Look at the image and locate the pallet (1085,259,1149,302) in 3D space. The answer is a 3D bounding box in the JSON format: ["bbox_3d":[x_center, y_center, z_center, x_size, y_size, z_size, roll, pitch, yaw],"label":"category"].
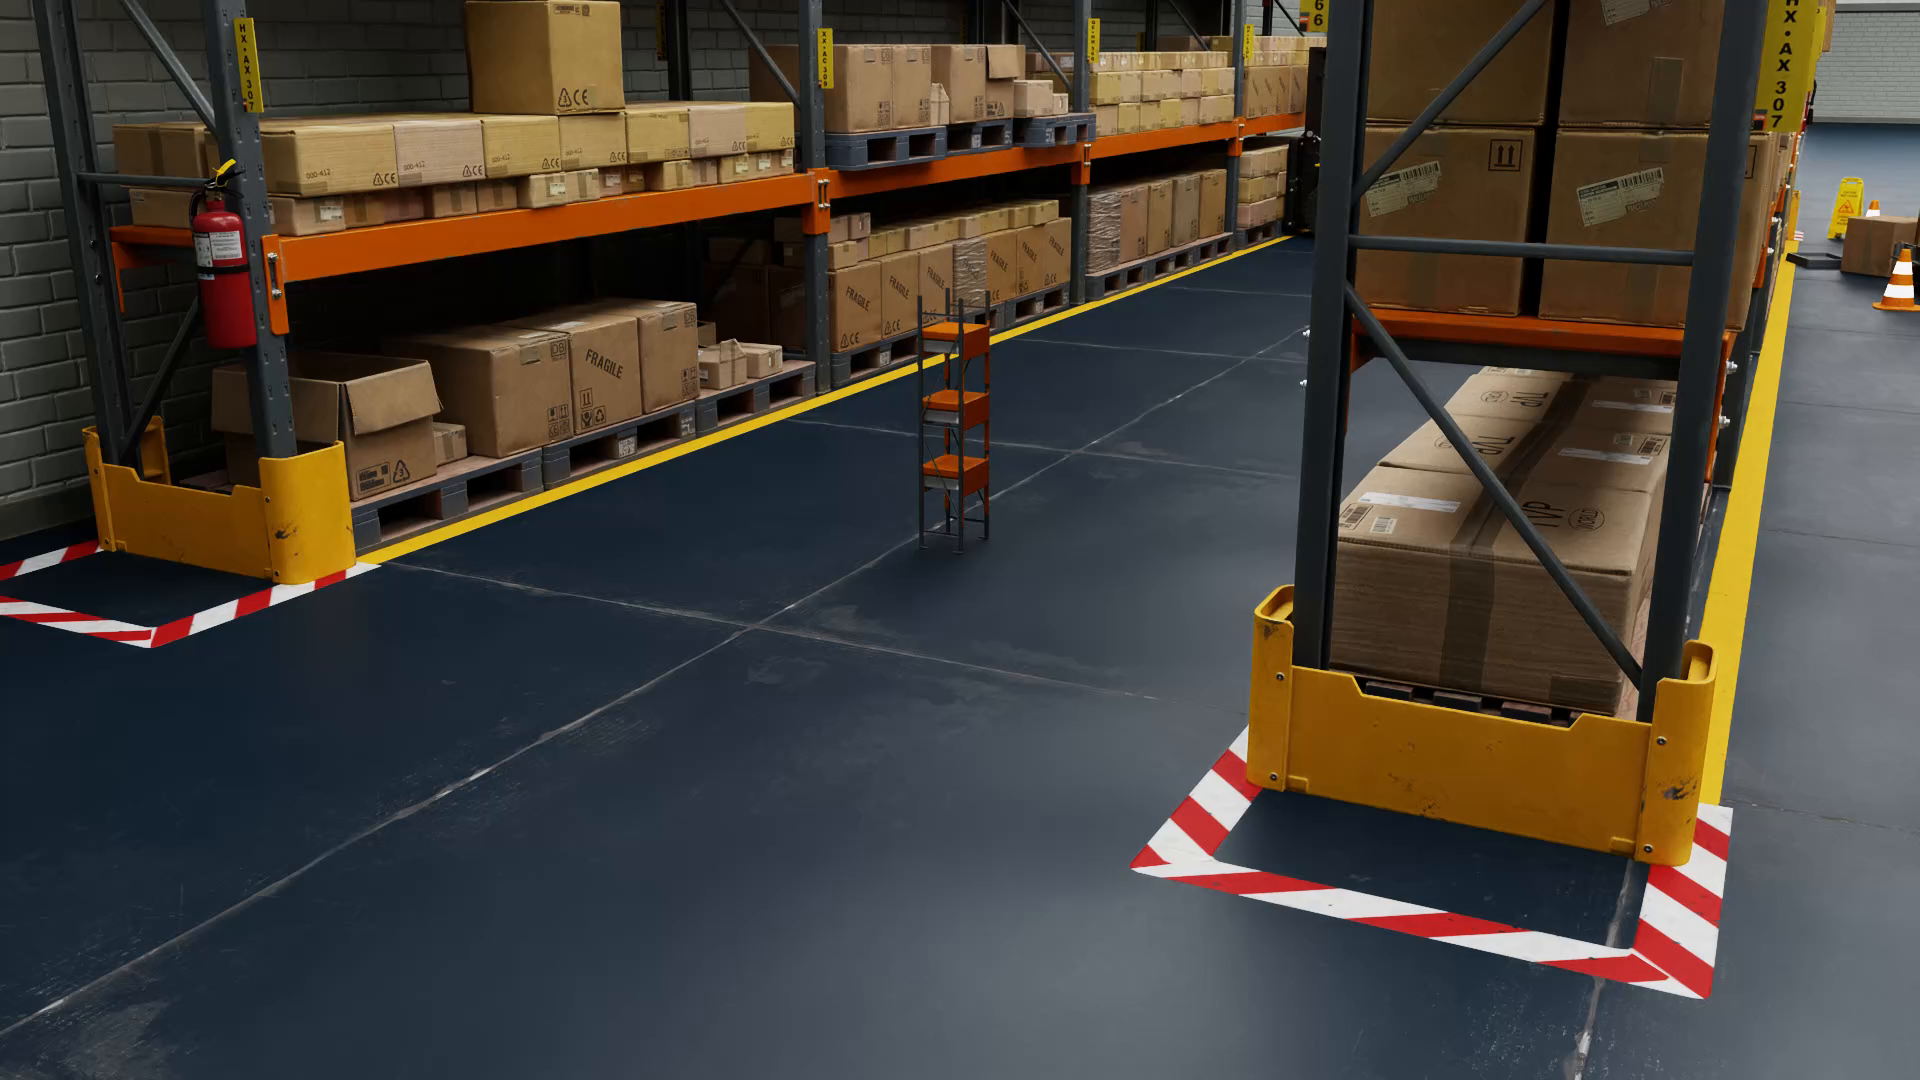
[{"bbox_3d":[0.938,-2.261,14.266,1.003,0.211,1.213,8,18,25],"label":"pallet"}]

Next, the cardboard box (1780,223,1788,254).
[{"bbox_3d":[7.270,-2.780,15.209,0.500,0.250,0.500,7,18,23],"label":"cardboard box"}]

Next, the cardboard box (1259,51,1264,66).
[{"bbox_3d":[2.906,-4.955,17.122,0.380,0.149,0.250,8,18,25],"label":"cardboard box"}]

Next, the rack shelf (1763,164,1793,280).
[{"bbox_3d":[4.084,-1.908,9.444,1.077,0.370,4.000,8,18,25],"label":"rack shelf"}]

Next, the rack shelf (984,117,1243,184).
[{"bbox_3d":[1.429,-3.558,14.997,1.077,0.370,4.000,8,18,25],"label":"rack shelf"}]

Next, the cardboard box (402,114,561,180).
[{"bbox_3d":[-2.147,-1.765,7.440,0.500,0.250,0.500,8,18,24],"label":"cardboard box"}]

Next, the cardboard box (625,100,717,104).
[{"bbox_3d":[-1.715,-2.353,9.419,0.500,0.250,0.500,8,18,25],"label":"cardboard box"}]

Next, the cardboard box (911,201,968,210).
[{"bbox_3d":[-0.159,-2.476,12.606,0.380,0.149,0.250,8,18,26],"label":"cardboard box"}]

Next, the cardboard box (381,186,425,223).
[{"bbox_3d":[-2.489,-1.426,6.997,0.380,0.149,0.250,8,18,25],"label":"cardboard box"}]

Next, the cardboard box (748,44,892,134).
[{"bbox_3d":[-0.836,-2.718,9.994,0.700,0.500,0.500,9,19,27],"label":"cardboard box"}]

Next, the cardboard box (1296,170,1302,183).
[{"bbox_3d":[3.500,-4.002,18.445,0.500,0.250,0.500,8,18,25],"label":"cardboard box"}]

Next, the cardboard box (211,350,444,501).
[{"bbox_3d":[-2.681,-0.504,7.099,0.797,0.503,0.637,7,18,23],"label":"cardboard box"}]

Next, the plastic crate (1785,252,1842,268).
[{"bbox_3d":[8.200,-2.677,15.898,0.402,0.080,0.583,2,17,6],"label":"plastic crate"}]

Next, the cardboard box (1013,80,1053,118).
[{"bbox_3d":[0.353,-3.212,12.098,0.500,0.250,0.500,7,18,23],"label":"cardboard box"}]

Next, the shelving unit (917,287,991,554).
[{"bbox_3d":[-0.024,-0.490,6.829,0.215,1.050,0.252,8,18,25],"label":"shelving unit"}]

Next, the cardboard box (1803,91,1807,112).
[{"bbox_3d":[7.211,-4.048,14.688,0.500,0.500,0.500,8,18,25],"label":"cardboard box"}]

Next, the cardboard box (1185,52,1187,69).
[{"bbox_3d":[1.824,-4.326,15.007,0.380,0.149,0.250,8,18,26],"label":"cardboard box"}]

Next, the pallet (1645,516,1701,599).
[{"bbox_3d":[2.236,0.089,6.355,1.003,0.211,1.213,8,18,25],"label":"pallet"}]

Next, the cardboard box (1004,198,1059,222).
[{"bbox_3d":[0.541,-2.549,12.851,0.380,0.149,0.250,7,18,23],"label":"cardboard box"}]

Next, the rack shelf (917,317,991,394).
[{"bbox_3d":[-0.024,-0.752,6.751,0.215,0.259,0.240,8,18,25],"label":"rack shelf"}]

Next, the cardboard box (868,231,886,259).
[{"bbox_3d":[-0.695,-1.893,10.642,0.380,0.149,0.250,7,18,23],"label":"cardboard box"}]

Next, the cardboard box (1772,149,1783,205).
[{"bbox_3d":[3.623,-1.750,7.912,0.500,0.250,0.500,8,18,24],"label":"cardboard box"}]

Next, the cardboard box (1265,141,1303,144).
[{"bbox_3d":[3.744,-4.376,18.824,0.500,0.250,0.500,8,18,26],"label":"cardboard box"}]

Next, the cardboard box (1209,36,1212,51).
[{"bbox_3d":[2.751,-5.037,16.878,0.380,0.149,0.250,8,19,26],"label":"cardboard box"}]

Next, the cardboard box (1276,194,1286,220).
[{"bbox_3d":[3.264,-3.640,18.104,0.500,0.250,0.500,8,19,26],"label":"cardboard box"}]

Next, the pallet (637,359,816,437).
[{"bbox_3d":[-1.560,-0.862,9.558,1.003,0.211,1.213,8,18,25],"label":"pallet"}]

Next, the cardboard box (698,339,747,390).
[{"bbox_3d":[-1.398,-0.995,9.169,0.396,0.266,0.258,9,19,27],"label":"cardboard box"}]

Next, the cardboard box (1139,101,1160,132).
[{"bbox_3d":[1.405,-3.663,14.351,0.500,0.250,0.500,7,18,24],"label":"cardboard box"}]

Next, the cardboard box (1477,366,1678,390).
[{"bbox_3d":[2.814,-0.570,7.439,0.875,0.438,0.875,8,18,25],"label":"cardboard box"}]

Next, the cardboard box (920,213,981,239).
[{"bbox_3d":[-0.076,-2.215,11.726,0.380,0.149,0.250,7,18,23],"label":"cardboard box"}]

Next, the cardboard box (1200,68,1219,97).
[{"bbox_3d":[2.108,-4.290,15.585,0.500,0.250,0.500,8,18,24],"label":"cardboard box"}]

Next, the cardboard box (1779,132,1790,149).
[{"bbox_3d":[3.639,-1.988,7.833,0.500,0.250,0.500,8,18,24],"label":"cardboard box"}]

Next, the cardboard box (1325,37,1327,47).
[{"bbox_3d":[4.056,-5.747,19.269,0.380,0.149,0.250,8,18,25],"label":"cardboard box"}]

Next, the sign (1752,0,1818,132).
[{"bbox_3d":[1.897,-1.106,3.819,0.100,0.325,0.005,8,18,25],"label":"sign"}]

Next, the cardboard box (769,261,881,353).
[{"bbox_3d":[-0.835,-1.472,10.364,0.500,0.500,0.500,9,19,28],"label":"cardboard box"}]

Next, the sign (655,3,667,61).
[{"bbox_3d":[-1.750,-2.999,9.819,0.100,0.325,0.005,8,18,25],"label":"sign"}]

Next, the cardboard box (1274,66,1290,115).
[{"bbox_3d":[3.198,-4.804,17.753,0.500,0.500,0.500,8,18,25],"label":"cardboard box"}]

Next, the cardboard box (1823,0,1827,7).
[{"bbox_3d":[7.403,-4.663,15.001,0.700,0.500,0.500,8,18,26],"label":"cardboard box"}]

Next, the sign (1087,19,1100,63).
[{"bbox_3d":[1.025,-3.843,12.802,0.100,0.325,0.005,8,18,25],"label":"sign"}]

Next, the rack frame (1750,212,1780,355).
[{"bbox_3d":[4.977,-2.762,11.057,1.000,3.000,0.127,8,18,25],"label":"rack frame"}]

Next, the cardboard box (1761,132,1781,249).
[{"bbox_3d":[2.775,-1.379,6.224,0.500,0.500,0.500,8,18,25],"label":"cardboard box"}]

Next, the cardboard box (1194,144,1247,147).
[{"bbox_3d":[2.820,-4.182,18.173,0.500,0.250,0.500,8,18,26],"label":"cardboard box"}]

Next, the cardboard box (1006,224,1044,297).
[{"bbox_3d":[0.306,-2.135,12.596,0.500,0.500,0.500,8,18,25],"label":"cardboard box"}]

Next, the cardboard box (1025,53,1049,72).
[{"bbox_3d":[0.500,-3.860,13.439,0.380,0.149,0.250,9,19,27],"label":"cardboard box"}]

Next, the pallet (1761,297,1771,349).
[{"bbox_3d":[5.328,-1.625,12.123,1.003,0.211,1.213,8,18,25],"label":"pallet"}]

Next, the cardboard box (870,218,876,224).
[{"bbox_3d":[-0.805,-2.154,11.521,0.380,0.149,0.250,8,18,26],"label":"cardboard box"}]

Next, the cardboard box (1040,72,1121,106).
[{"bbox_3d":[0.974,-3.640,13.395,0.500,0.250,0.500,8,18,25],"label":"cardboard box"}]

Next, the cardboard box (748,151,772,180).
[{"bbox_3d":[-1.266,-2.071,9.171,0.380,0.149,0.250,9,19,27],"label":"cardboard box"}]

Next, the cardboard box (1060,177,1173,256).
[{"bbox_3d":[1.412,-2.952,15.128,0.875,0.625,0.625,7,18,23],"label":"cardboard box"}]

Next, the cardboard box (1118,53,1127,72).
[{"bbox_3d":[1.151,-3.932,13.681,0.380,0.149,0.250,9,19,27],"label":"cardboard box"}]

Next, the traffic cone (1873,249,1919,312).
[{"bbox_3d":[7.463,-2.071,13.185,0.336,0.463,0.334,8,18,25],"label":"traffic cone"}]

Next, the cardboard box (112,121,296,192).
[{"bbox_3d":[-3.071,-1.577,6.806,0.500,0.250,0.500,9,19,27],"label":"cardboard box"}]

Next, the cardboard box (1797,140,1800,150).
[{"bbox_3d":[8.089,-3.884,16.468,0.380,0.149,0.250,9,19,28],"label":"cardboard box"}]

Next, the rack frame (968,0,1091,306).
[{"bbox_3d":[0.535,-3.393,13.180,1.000,3.000,0.127,8,18,25],"label":"rack frame"}]

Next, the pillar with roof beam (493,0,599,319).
[{"bbox_3d":[1.482,-4.640,6.840,9.100,9.000,0.400,8,18,25],"label":"pillar with roof beam"}]

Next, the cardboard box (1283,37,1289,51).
[{"bbox_3d":[3.331,-5.361,17.968,0.380,0.149,0.250,8,18,26],"label":"cardboard box"}]

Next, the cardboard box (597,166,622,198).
[{"bbox_3d":[-1.874,-1.750,8.088,0.380,0.149,0.250,8,18,25],"label":"cardboard box"}]
